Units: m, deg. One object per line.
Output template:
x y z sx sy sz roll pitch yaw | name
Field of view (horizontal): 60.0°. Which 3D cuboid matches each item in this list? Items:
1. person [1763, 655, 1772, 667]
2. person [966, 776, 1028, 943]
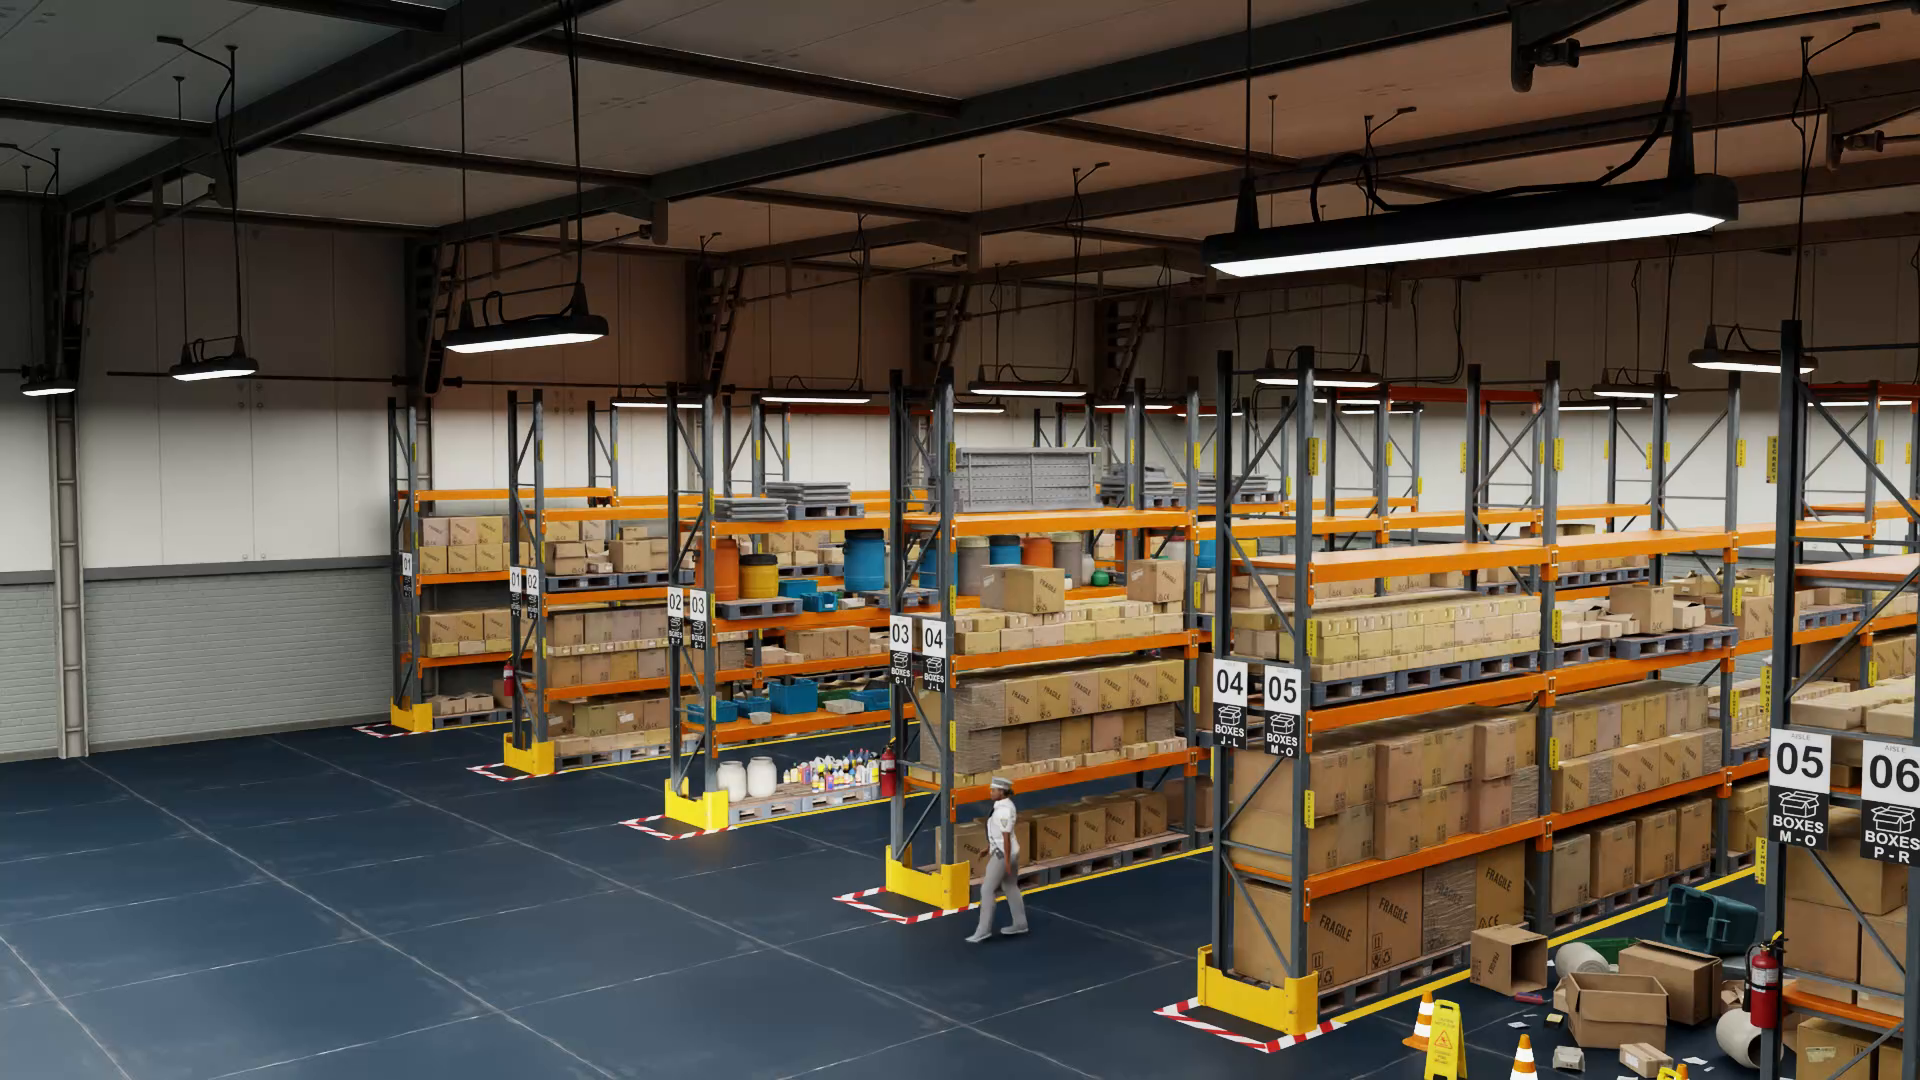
12.971 2.710 26.604 0.523 1.763 0.855 0 3 6 | person
0.397 3.324 17.365 0.610 1.716 0.506 1 3 12 | person
